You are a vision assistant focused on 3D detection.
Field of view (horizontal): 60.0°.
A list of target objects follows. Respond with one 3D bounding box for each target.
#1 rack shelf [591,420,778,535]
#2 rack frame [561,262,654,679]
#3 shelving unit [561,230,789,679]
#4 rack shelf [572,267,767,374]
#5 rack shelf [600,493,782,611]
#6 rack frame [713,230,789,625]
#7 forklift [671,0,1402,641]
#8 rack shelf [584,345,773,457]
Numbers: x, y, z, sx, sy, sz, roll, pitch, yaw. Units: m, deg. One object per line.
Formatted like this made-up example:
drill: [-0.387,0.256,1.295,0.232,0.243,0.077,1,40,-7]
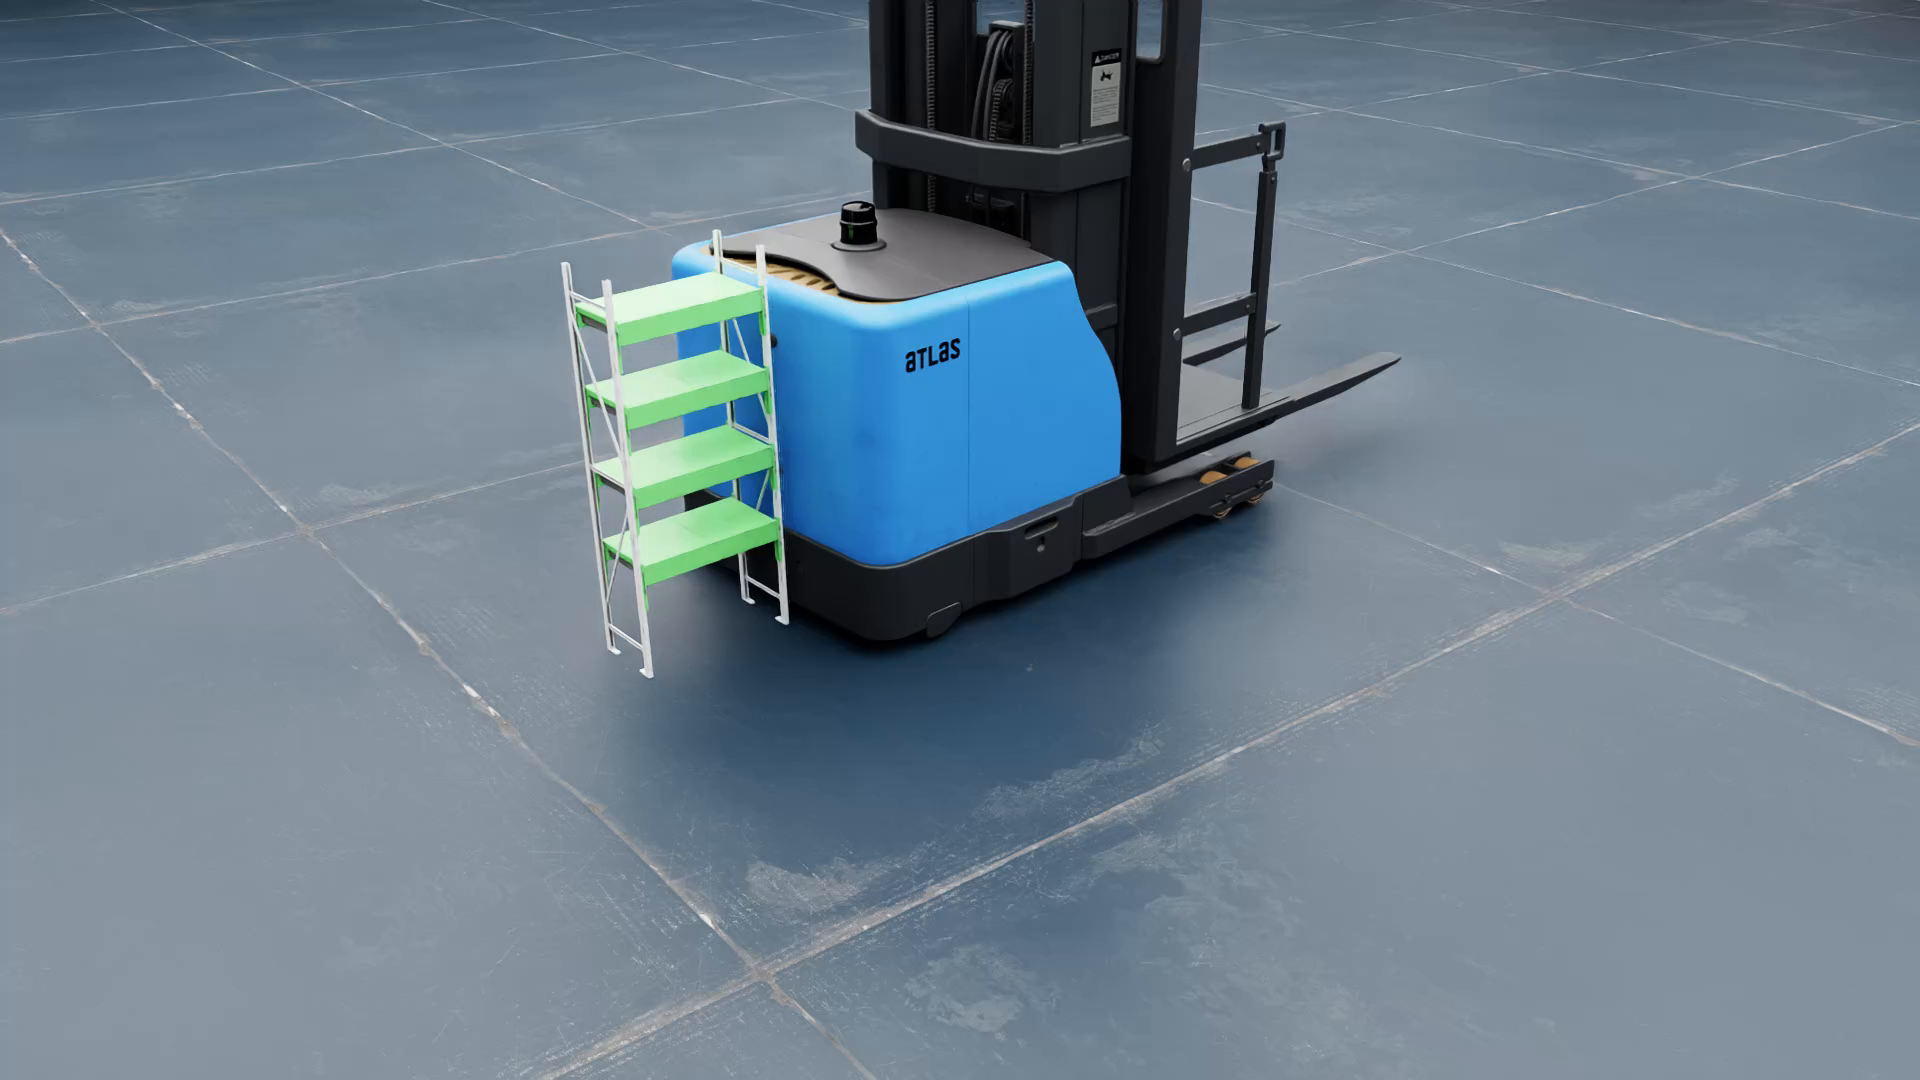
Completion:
rack shelf: [-0.807,-0.188,4.871,0.480,0.148,0.258,-21,32,-36]
rack frame: [-0.992,-0.175,4.701,0.015,1.200,0.240,-21,32,-36]
shelving unit: [-0.808,-0.246,4.844,0.503,1.200,0.258,-21,32,-36]
rack shelf: [-0.813,-0.621,4.664,0.480,0.148,0.258,-21,32,-36]
rack shelf: [-0.803,0.028,4.975,0.480,0.148,0.258,-21,32,-36]
rack frame: [-0.623,-0.317,4.987,0.015,1.200,0.240,-21,32,-36]
forklift: [0.499,-1.546,5.601,3.031,2.935,1.130,-22,33,-39]
rack shelf: [-0.810,-0.405,4.768,0.480,0.148,0.258,-21,32,-36]
